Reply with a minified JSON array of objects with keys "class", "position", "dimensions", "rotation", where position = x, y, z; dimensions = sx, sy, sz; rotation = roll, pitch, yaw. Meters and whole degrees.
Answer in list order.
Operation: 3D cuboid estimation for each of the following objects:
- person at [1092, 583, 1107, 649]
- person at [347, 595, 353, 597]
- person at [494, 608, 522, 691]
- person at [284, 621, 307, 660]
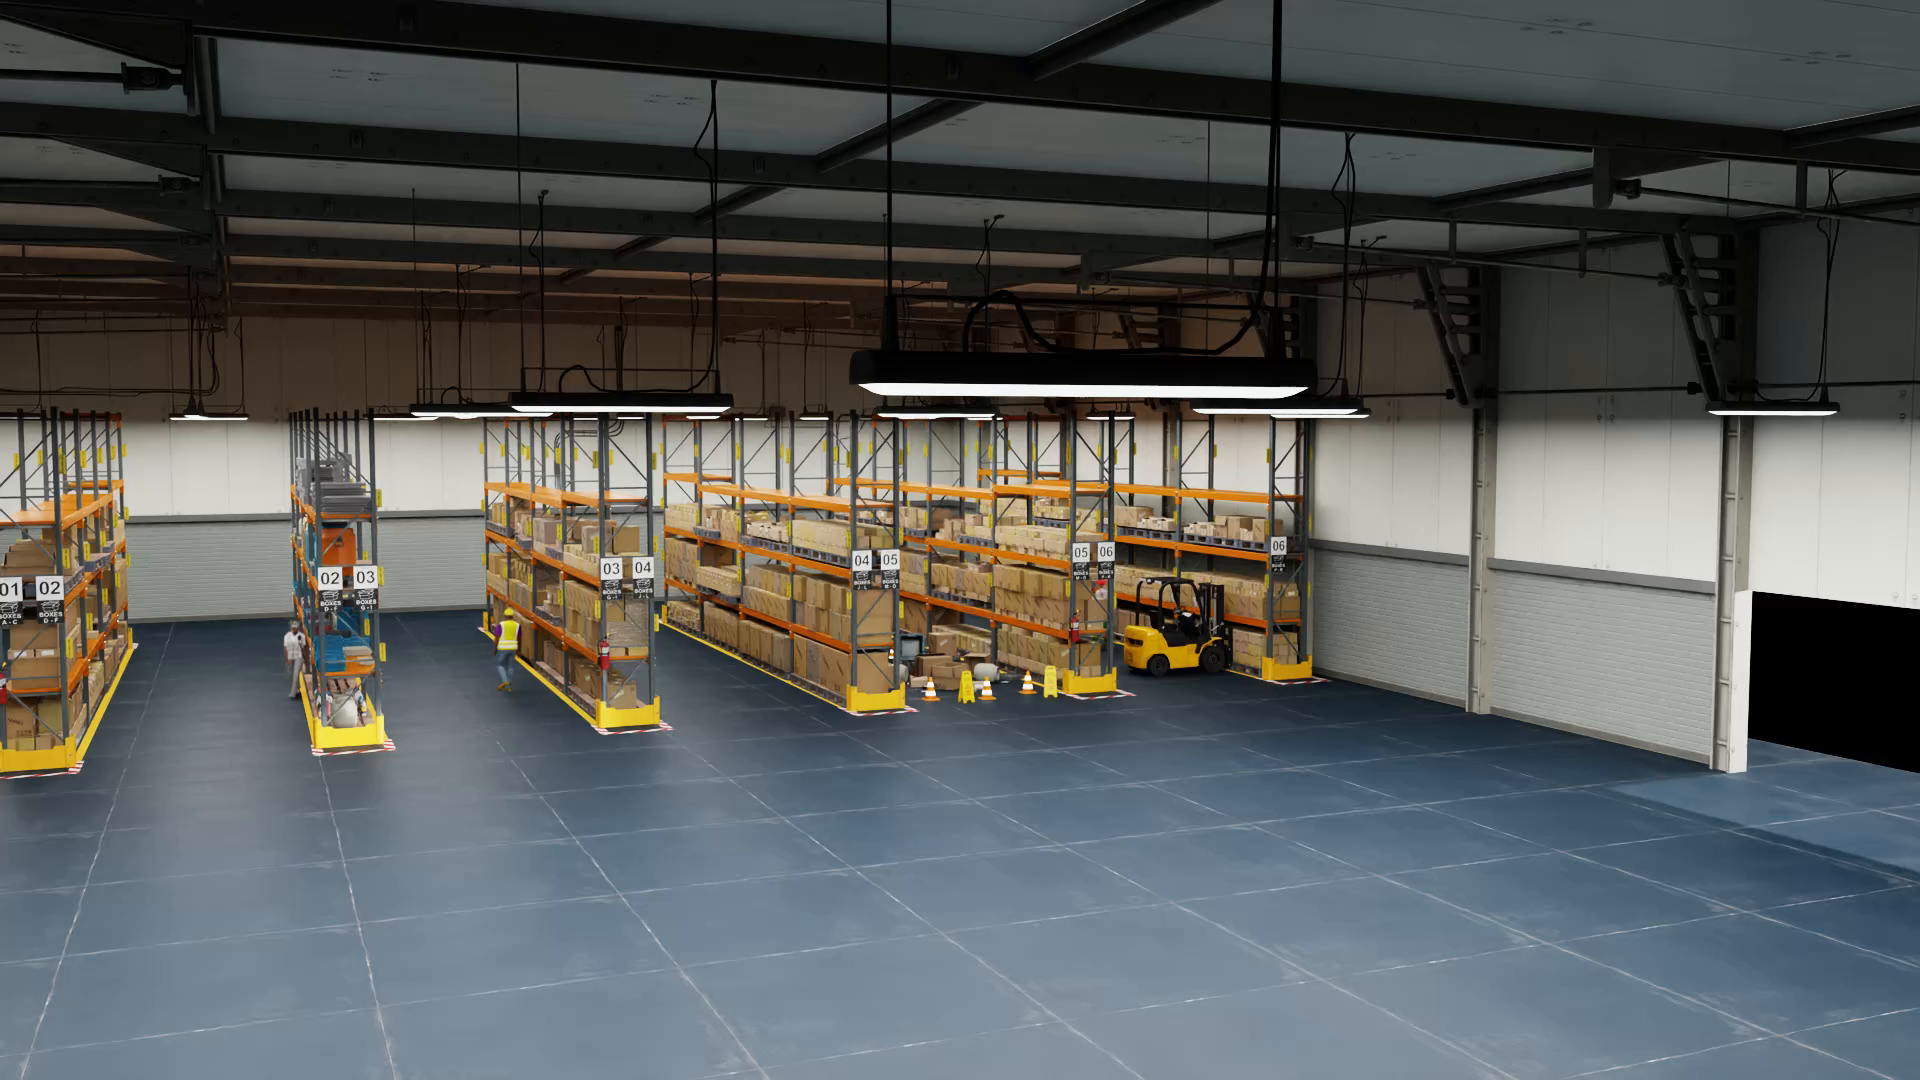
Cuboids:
[{"class":"person","position":[3.595,1.904,42.279],"dimensions":[0.539,1.760,0.528],"rotation":[-3,5,-38]},{"class":"person","position":[-16.843,1.678,46.057],"dimensions":[0.961,1.459,0.642],"rotation":[3,5,39]},{"class":"person","position":[-9.648,2.346,35.490],"dimensions":[0.603,1.761,0.478],"rotation":[-2,5,-28]},{"class":"person","position":[-13.943,2.090,34.843],"dimensions":[0.426,0.805,0.356],"rotation":[-1,4,-8]}]
